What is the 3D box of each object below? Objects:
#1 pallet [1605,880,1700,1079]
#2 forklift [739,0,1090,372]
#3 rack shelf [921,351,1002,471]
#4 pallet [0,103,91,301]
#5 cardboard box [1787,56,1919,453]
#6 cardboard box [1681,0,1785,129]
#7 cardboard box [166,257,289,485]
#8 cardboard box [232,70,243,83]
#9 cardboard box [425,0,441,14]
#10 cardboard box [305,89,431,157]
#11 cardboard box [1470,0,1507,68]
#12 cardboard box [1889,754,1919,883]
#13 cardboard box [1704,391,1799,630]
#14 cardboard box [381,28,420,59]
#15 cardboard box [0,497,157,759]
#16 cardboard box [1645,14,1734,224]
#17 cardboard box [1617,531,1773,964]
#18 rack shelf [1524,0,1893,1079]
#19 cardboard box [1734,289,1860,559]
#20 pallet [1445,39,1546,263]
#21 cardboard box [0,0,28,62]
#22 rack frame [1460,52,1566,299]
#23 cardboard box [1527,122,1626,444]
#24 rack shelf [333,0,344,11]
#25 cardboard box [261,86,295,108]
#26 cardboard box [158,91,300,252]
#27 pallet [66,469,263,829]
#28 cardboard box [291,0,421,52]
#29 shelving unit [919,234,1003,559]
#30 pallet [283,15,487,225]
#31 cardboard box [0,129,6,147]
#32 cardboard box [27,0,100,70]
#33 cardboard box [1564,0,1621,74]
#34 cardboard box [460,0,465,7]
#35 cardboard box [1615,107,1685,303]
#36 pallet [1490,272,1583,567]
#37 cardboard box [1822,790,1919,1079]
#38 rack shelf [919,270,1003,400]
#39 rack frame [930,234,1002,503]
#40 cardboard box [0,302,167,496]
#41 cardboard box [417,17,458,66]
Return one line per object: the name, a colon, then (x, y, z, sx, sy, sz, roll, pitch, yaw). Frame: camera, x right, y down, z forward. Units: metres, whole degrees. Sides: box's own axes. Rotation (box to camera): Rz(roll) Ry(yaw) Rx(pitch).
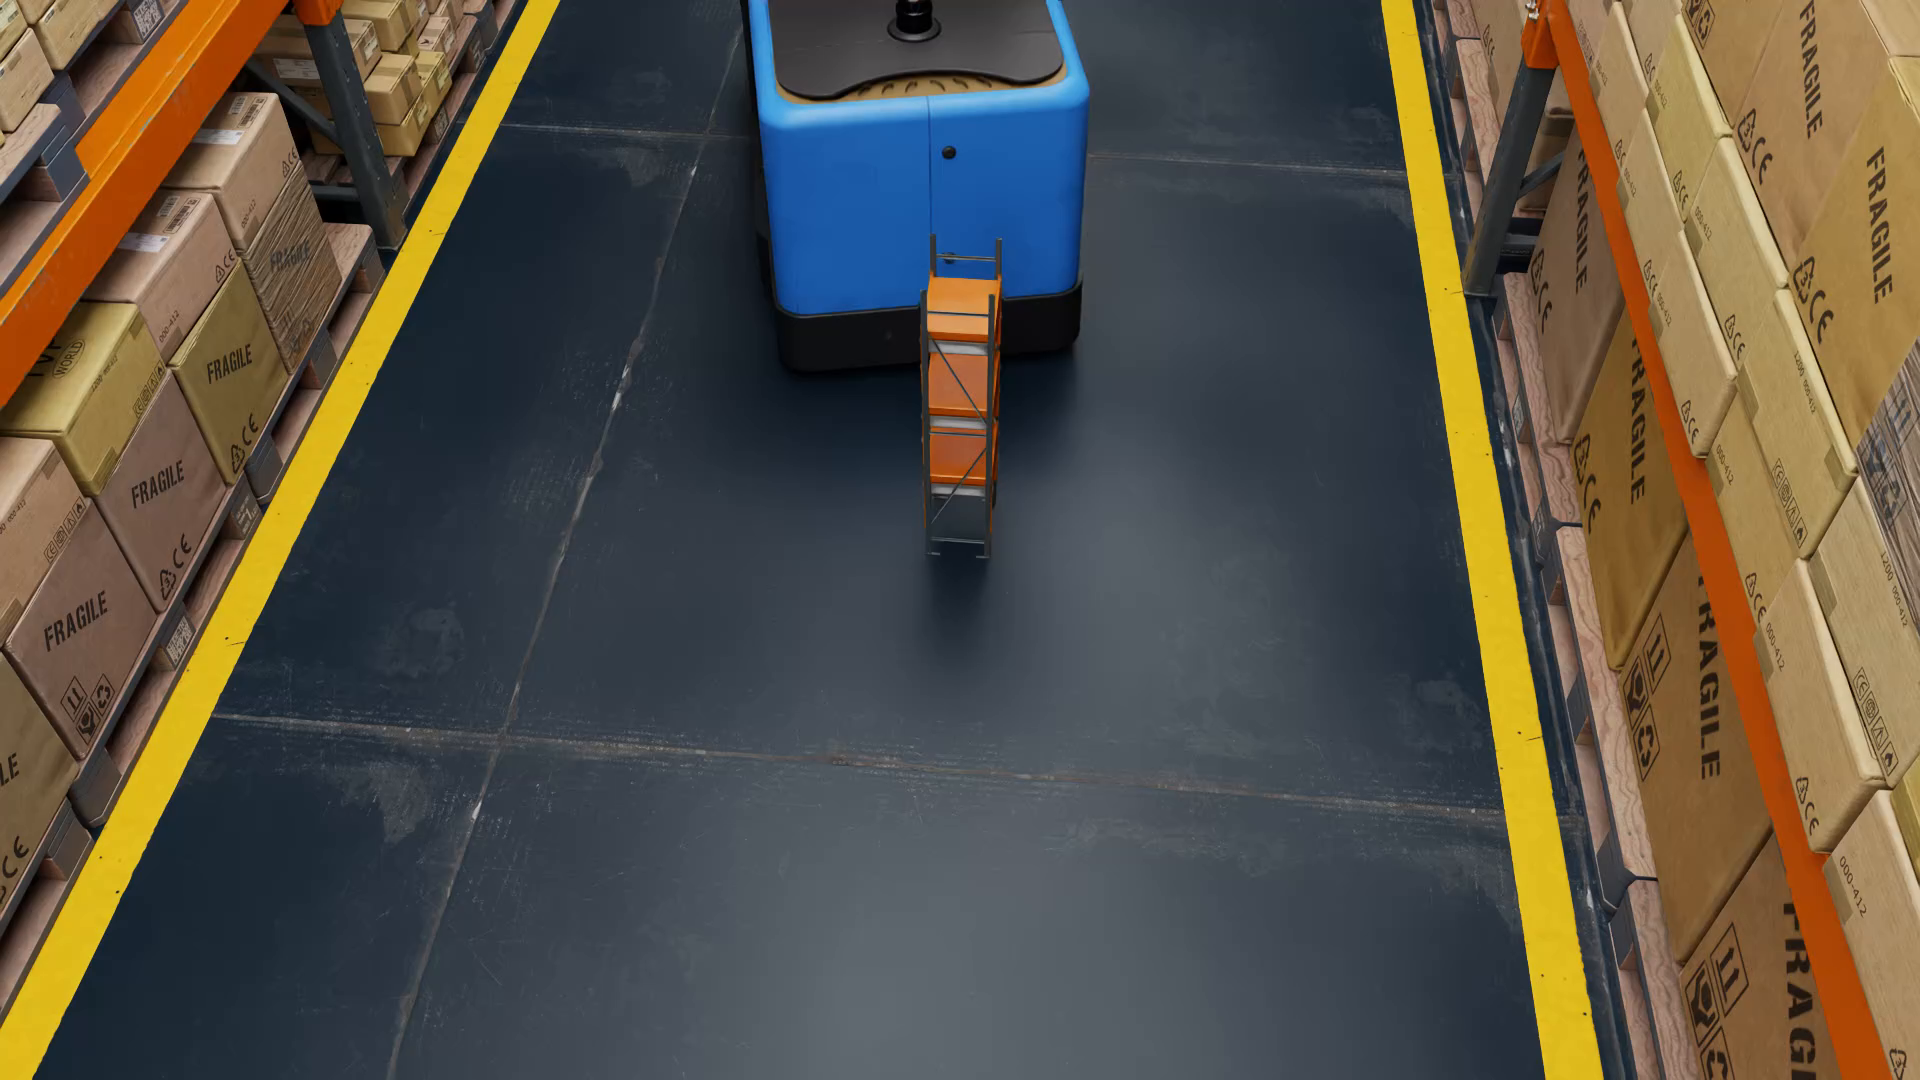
pallet: (2.122, 1.396, 3.830, 1.003, 0.211, 1.213, 4, 48, 4)
forklift: (-0.291, -2.664, 5.701, 1.130, 2.935, 3.031, -6, 48, -5)
rack shelf: (0.005, -0.387, 4.906, 0.215, 0.259, 0.240, 4, 48, 4)
pallet: (-2.824, -0.622, 3.916, 1.003, 0.211, 1.213, 4, 48, 4)
cardboard box: (1.852, -0.481, 2.912, 0.500, 0.500, 0.500, 4, 48, 4)
cardboard box: (1.946, -1.233, 3.600, 0.500, 0.500, 0.500, 3, 48, 3)
cardboard box: (-2.463, -0.529, 5.110, 0.500, 0.500, 0.500, 3, 48, 3)
cardboard box: (-2.826, -1.828, 6.133, 0.380, 0.149, 0.250, 5, 48, 5)
cardboard box: (-2.300, -2.265, 6.735, 0.380, 0.149, 0.250, 2, 48, 2)
cardboard box: (-2.246, -1.594, 6.323, 0.380, 0.149, 0.250, 2, 48, 2)
cardboard box: (2.585, -2.299, 6.772, 0.875, 0.438, 0.875, 3, 48, 2)
cardboard box: (1.766, 0.538, 2.488, 0.500, 0.250, 0.500, 4, 48, 3)
cardboard box: (1.856, -0.055, 3.369, 0.500, 0.250, 0.500, 3, 48, 3)
cardboard box: (-2.314, -1.885, 6.387, 0.380, 0.149, 0.250, 4, 48, 4)
cardboard box: (-2.560, 0.223, 4.423, 0.500, 0.500, 0.500, 3, 48, 3)
cardboard box: (1.927, -0.970, 3.867, 0.500, 0.250, 0.500, 4, 48, 4)
cardboard box: (2.206, 0.448, 3.963, 0.875, 0.875, 0.875, 4, 48, 4)
rack shelf: (2.157, -0.198, 3.885, 1.077, 0.370, 4.000, 4, 48, 4)
cardboard box: (1.836, -0.216, 3.178, 0.500, 0.250, 0.500, 3, 48, 3)
pallet: (2.487, -1.522, 6.499, 1.003, 0.211, 1.213, 4, 48, 4)
cardboard box: (-2.532, -1.252, 4.047, 0.380, 0.149, 0.250, 2, 48, 2)
rack frame: (2.340, -1.910, 4.964, 1.000, 3.000, 0.127, 4, 48, 4)
cardboard box: (2.363, -0.874, 5.172, 0.875, 0.875, 0.875, 5, 48, 5)
rack shelf: (-2.417, -3.396, 6.810, 1.077, 0.370, 4.000, 4, 48, 4)
cardboard box: (-2.795, -1.845, 6.552, 0.380, 0.149, 0.250, 5, 48, 5)
cardboard box: (-2.415, -1.155, 5.175, 0.500, 0.250, 0.500, 3, 48, 2)
pallet: (-2.777, 0.244, 4.884, 1.003, 0.211, 1.213, 4, 48, 4)
cardboard box: (-2.277, -1.987, 6.278, 0.380, 0.149, 0.250, 6, 48, 5)
shelving unit: (0.005, -0.394, 4.899, 0.215, 1.050, 0.252, 4, 48, 4)
pallet: (-2.573, -1.723, 6.683, 1.003, 0.211, 1.213, 4, 48, 4)
cardboard box: (-2.553, -0.963, 3.984, 0.380, 0.149, 0.250, 6, 48, 5)
cardboard box: (-2.509, -1.362, 4.349, 0.380, 0.149, 0.250, 2, 48, 2)
cardboard box: (2.037, -1.554, 4.740, 0.500, 0.250, 0.500, 3, 48, 3)
cardboard box: (-2.288, -2.366, 7.028, 0.380, 0.149, 0.250, 2, 48, 2)
cardboard box: (1.929, -0.798, 4.049, 0.500, 0.250, 0.500, 4, 48, 3)
pallet: (2.344, -0.397, 5.470, 1.003, 0.211, 1.213, 4, 48, 4)
cardboard box: (1.763, 0.691, 2.687, 0.500, 0.250, 0.500, 2, 48, 2)
rack shelf: (0.005, -0.578, 4.697, 0.215, 0.259, 0.240, 4, 48, 4)
rack frame: (0.016, -0.483, 4.981, 0.200, 1.050, 0.008, 4, 48, 4)
cardboard box: (-2.509, -0.389, 4.474, 0.500, 0.250, 0.500, 2, 48, 2)
cardboard box: (-2.251, -1.976, 6.672, 0.380, 0.149, 0.250, 4, 48, 3)
